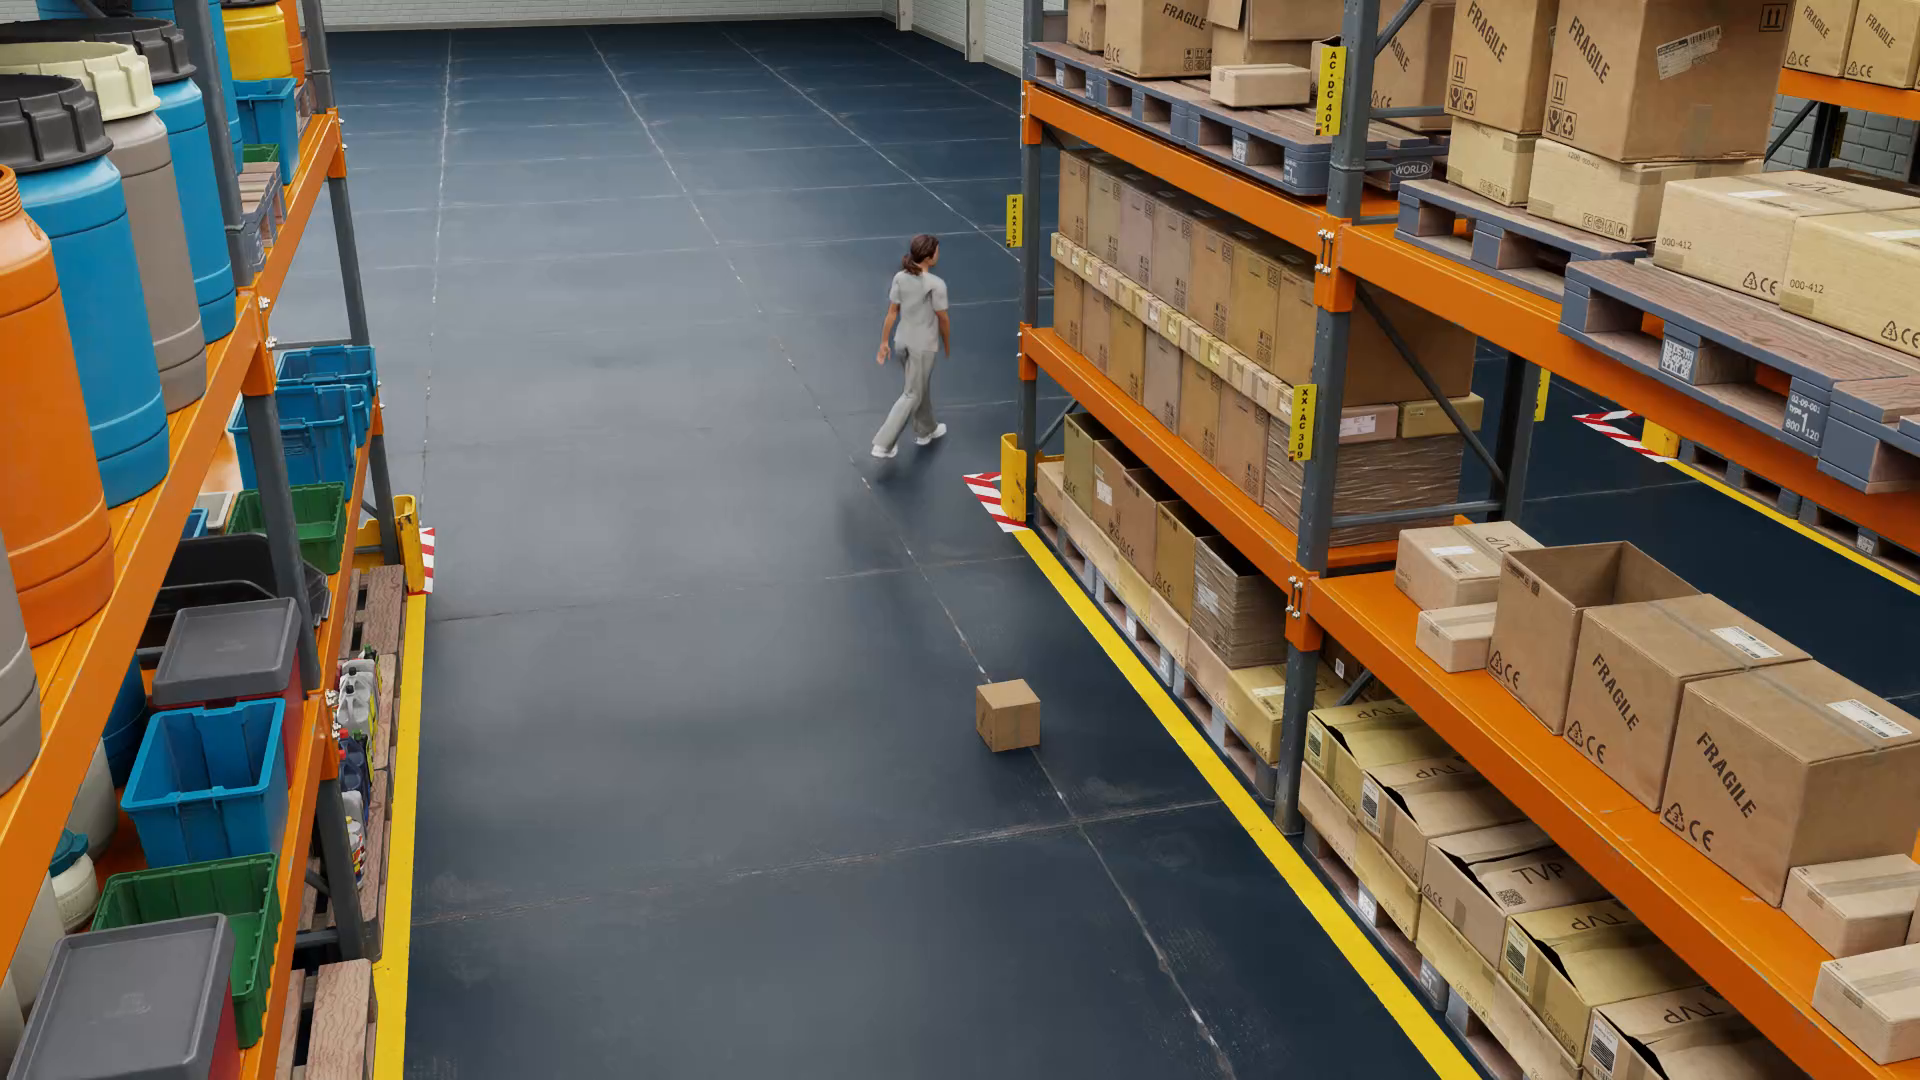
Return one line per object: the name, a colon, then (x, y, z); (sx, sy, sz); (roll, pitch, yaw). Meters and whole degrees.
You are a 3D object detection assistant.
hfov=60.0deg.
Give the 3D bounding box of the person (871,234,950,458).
person: (-0.294, -1.373, 11.838); (0.486, 1.621, 0.926); (17, 28, 35)
